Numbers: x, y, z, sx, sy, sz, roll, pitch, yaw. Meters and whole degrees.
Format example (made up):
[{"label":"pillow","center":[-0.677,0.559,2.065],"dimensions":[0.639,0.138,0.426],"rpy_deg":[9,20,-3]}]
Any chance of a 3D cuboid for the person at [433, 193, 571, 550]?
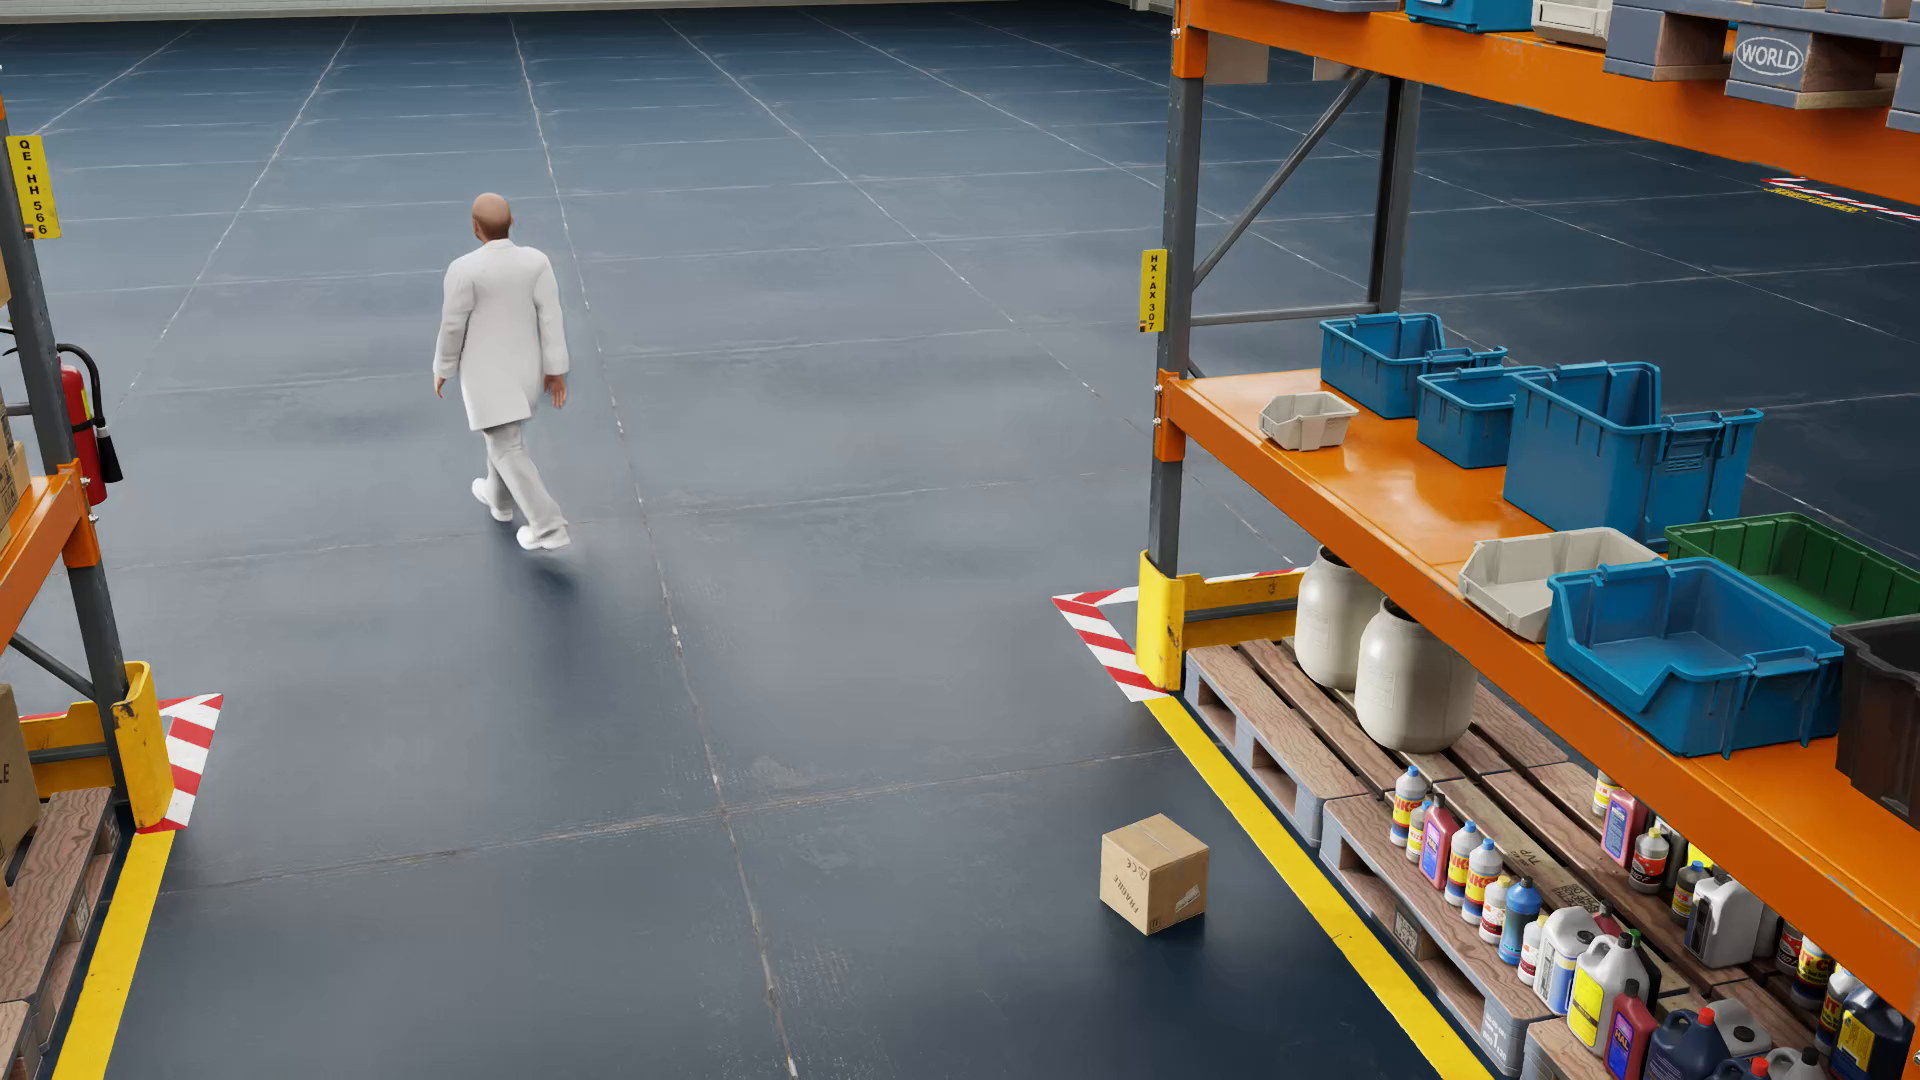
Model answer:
[{"label":"person","center":[-2.245,-0.823,8.098],"dimensions":[1.117,1.737,0.574],"rpy_deg":[20,30,39]}]
